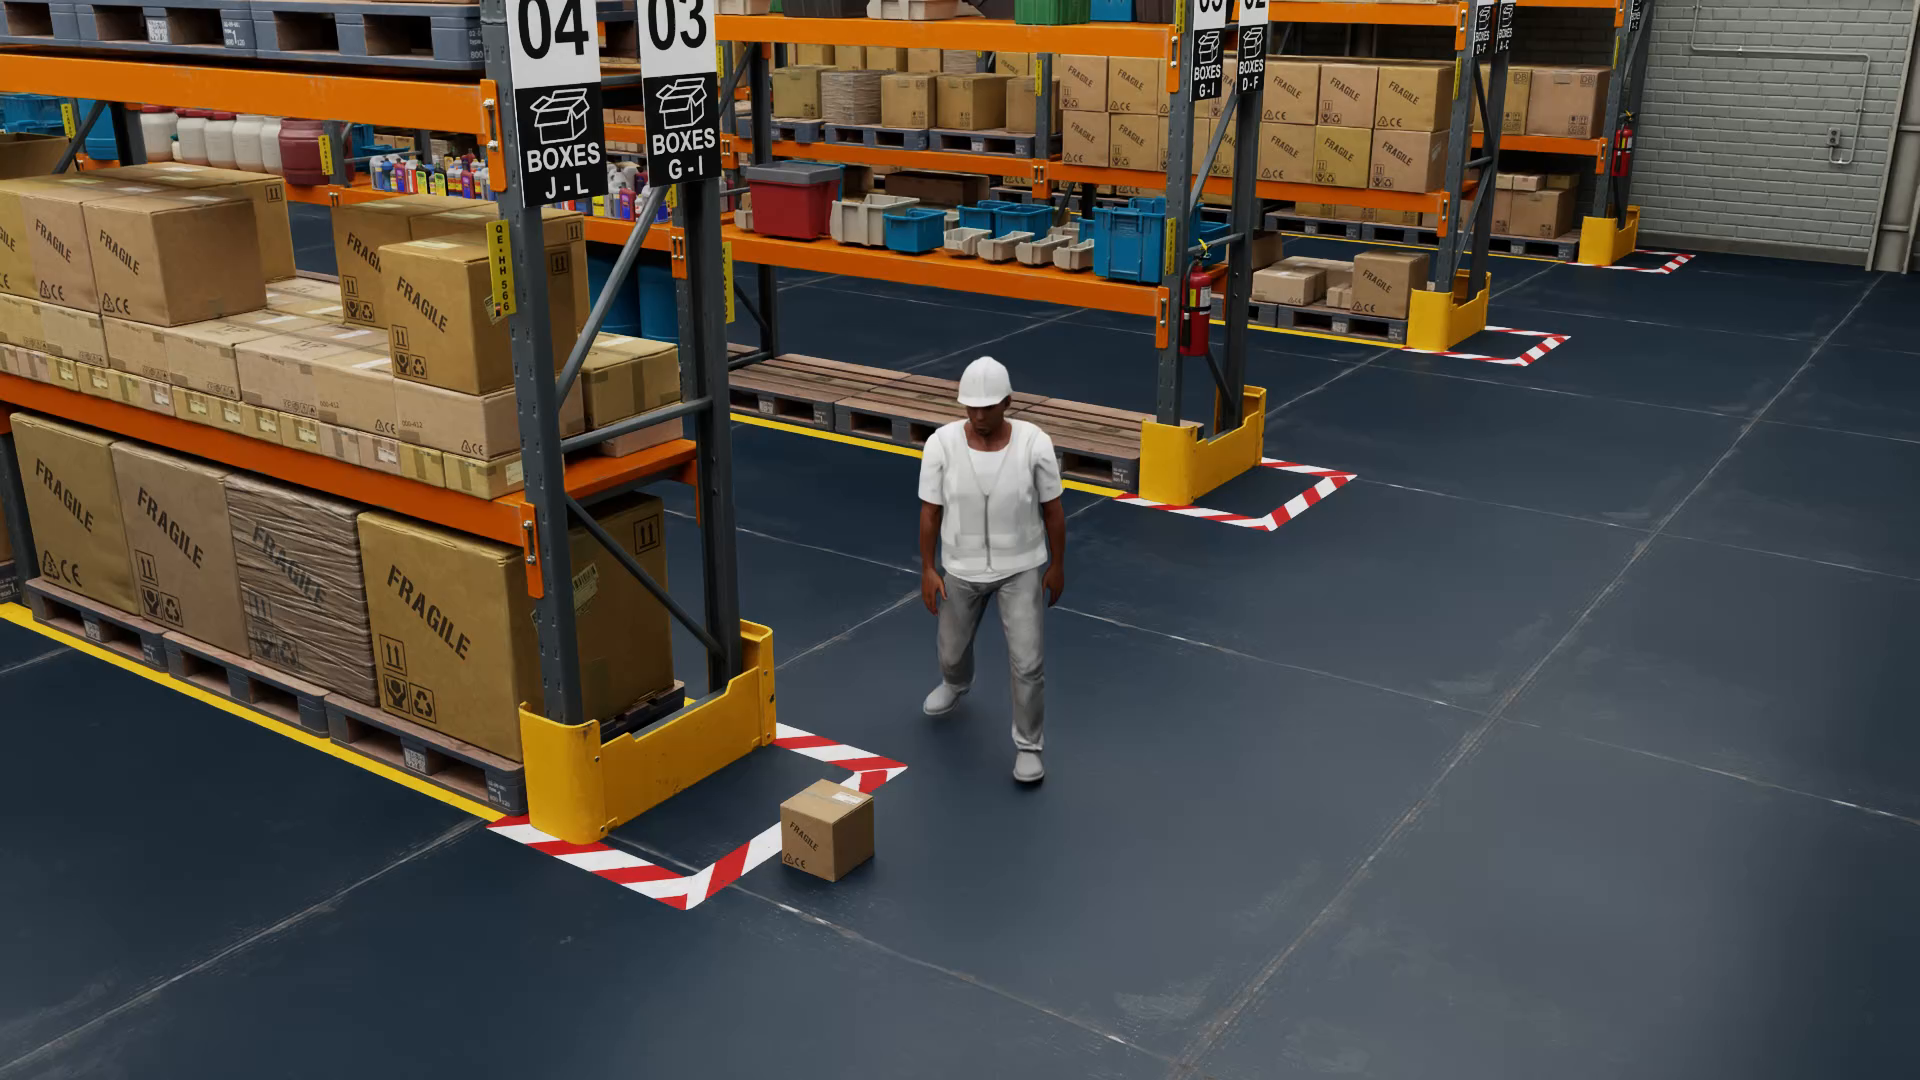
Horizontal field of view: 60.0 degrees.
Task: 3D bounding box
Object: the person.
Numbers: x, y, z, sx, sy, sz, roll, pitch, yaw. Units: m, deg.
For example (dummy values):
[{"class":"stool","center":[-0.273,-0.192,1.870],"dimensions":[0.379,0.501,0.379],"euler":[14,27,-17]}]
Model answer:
[{"class":"person","center":[0.129,0.074,6.847],"dimensions":[0.610,1.741,0.737],"euler":[2,20,5]}]
